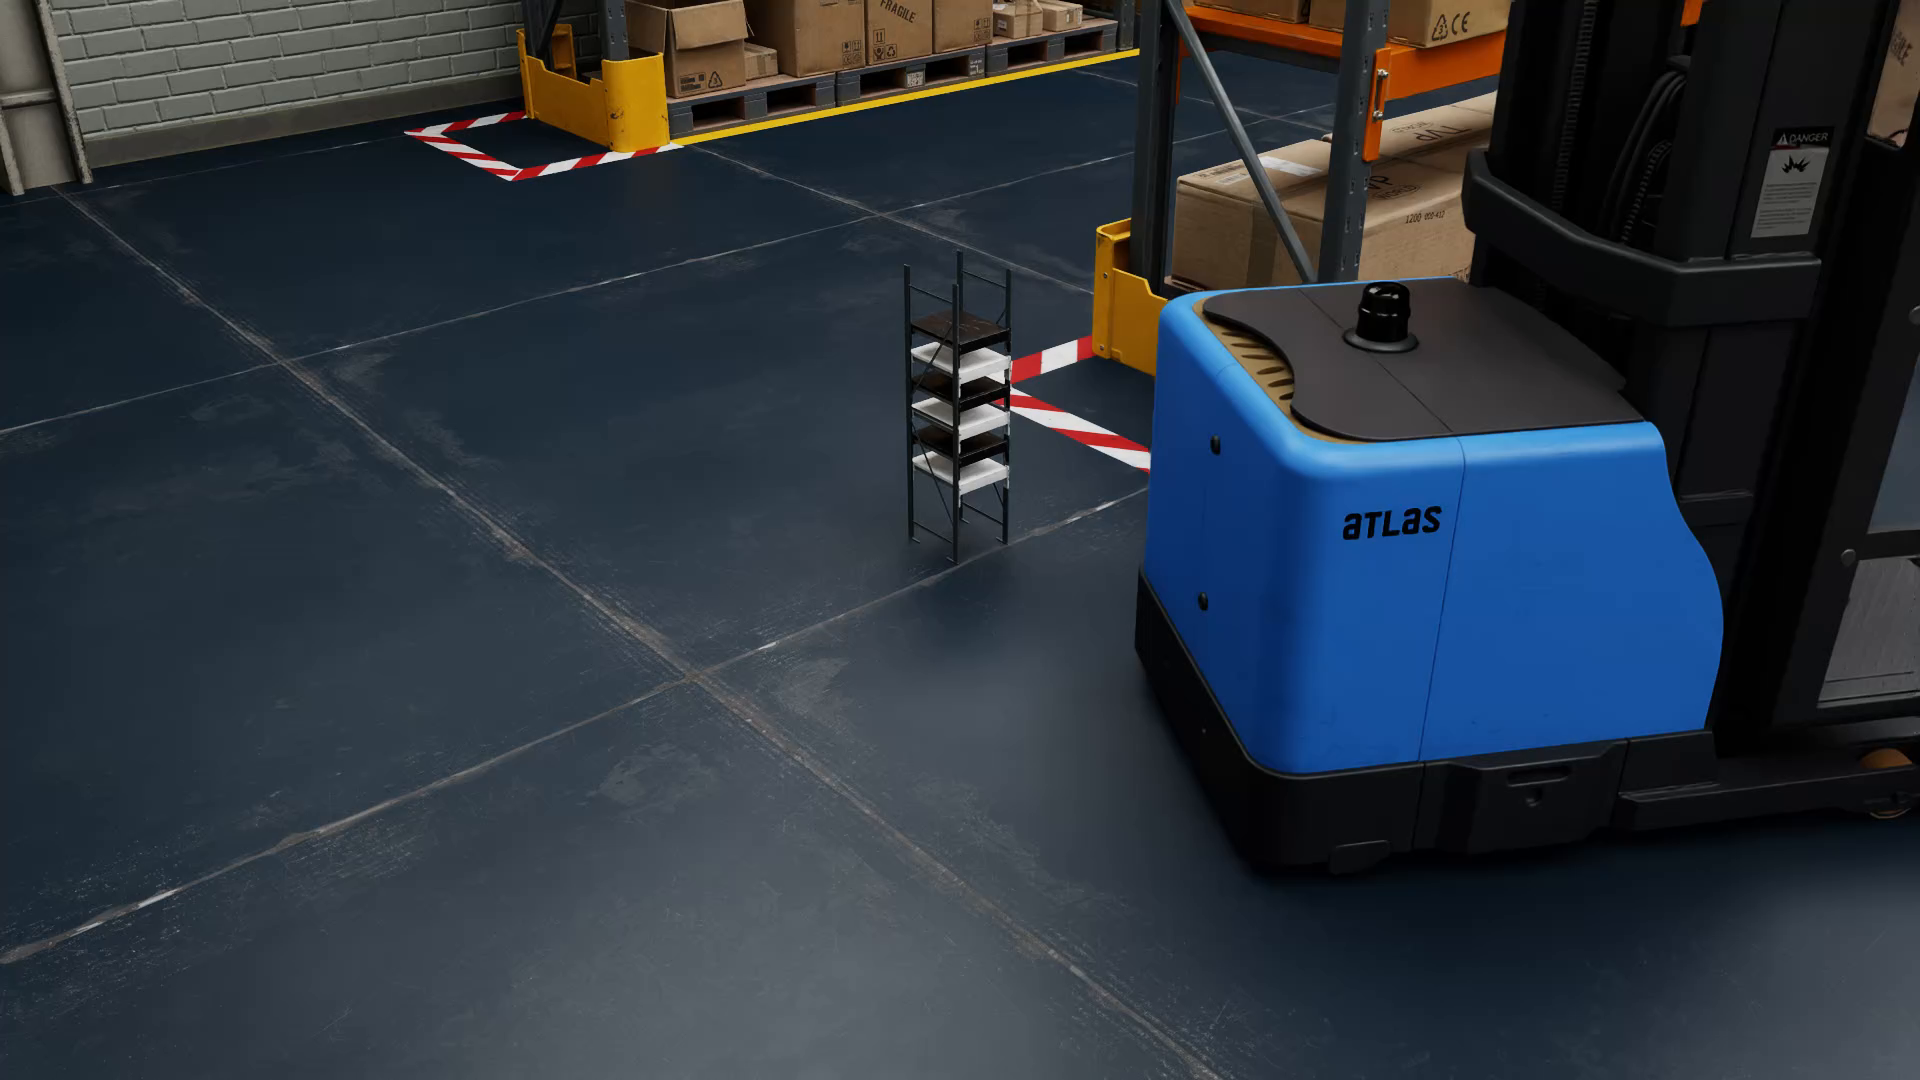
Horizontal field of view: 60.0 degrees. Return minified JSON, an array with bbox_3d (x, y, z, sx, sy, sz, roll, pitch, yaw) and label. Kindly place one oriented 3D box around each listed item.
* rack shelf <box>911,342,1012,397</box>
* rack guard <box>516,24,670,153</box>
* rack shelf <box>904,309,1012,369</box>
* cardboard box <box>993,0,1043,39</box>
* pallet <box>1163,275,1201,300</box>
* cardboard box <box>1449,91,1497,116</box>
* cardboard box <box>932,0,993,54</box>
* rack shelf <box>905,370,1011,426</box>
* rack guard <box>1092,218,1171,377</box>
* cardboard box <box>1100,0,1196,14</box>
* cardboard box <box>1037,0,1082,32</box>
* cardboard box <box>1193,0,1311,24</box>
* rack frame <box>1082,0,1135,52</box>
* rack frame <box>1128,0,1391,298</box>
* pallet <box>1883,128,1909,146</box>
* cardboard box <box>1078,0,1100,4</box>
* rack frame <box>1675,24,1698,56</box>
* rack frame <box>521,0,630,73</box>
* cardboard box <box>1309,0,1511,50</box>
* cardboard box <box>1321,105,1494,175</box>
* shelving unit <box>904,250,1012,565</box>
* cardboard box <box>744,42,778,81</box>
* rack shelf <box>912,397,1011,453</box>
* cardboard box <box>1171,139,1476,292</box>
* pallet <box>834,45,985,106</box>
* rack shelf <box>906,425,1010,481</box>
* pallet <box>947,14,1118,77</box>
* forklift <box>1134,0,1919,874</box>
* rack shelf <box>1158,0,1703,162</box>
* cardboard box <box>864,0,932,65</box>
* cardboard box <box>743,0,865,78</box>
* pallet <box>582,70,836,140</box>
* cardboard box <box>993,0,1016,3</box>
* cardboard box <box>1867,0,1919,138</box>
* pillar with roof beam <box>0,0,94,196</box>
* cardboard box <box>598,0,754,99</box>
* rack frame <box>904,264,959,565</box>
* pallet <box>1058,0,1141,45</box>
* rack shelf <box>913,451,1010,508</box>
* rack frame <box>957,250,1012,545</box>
[{"bbox_3d":[-0.006,-0.524,4.964,0.200,0.077,0.258,-22,35,-35],"label":"rack shelf"},{"bbox_3d":[-2.137,-2.634,9.649,0.348,0.500,1.175,-22,35,-35],"label":"rack guard"},{"bbox_3d":[-0.006,-0.603,4.922,0.200,0.077,0.258,-22,35,-35],"label":"rack shelf"},{"bbox_3d":[0.344,-3.531,11.131,0.258,0.266,0.396,-20,34,-33],"label":"cardboard box"},{"bbox_3d":[1.587,-0.977,6.855,1.213,0.211,1.003,-22,35,-35],"label":"pallet"},{"bbox_3d":[2.845,-1.786,7.682,0.875,0.438,0.875,-23,36,-36],"label":"cardboard box"},{"bbox_3d":[-0.202,-3.514,10.850,0.500,0.500,0.700,-23,36,-37],"label":"cardboard box"},{"bbox_3d":[-0.006,-0.444,5.007,0.200,0.077,0.258,-22,35,-35],"label":"rack shelf"},{"bbox_3d":[1.012,-0.825,6.263,0.348,0.500,1.175,-22,35,-35],"label":"rack guard"},{"bbox_3d":[1.363,-4.087,11.922,0.500,0.500,0.500,-20,34,-33],"label":"cardboard box"},{"bbox_3d":[0.615,-3.589,11.363,0.250,0.149,0.380,-23,36,-36],"label":"cardboard box"},{"bbox_3d":[1.225,-2.221,6.118,0.500,0.500,0.500,-22,35,-35],"label":"cardboard box"},{"bbox_3d":[0.848,-4.937,11.306,0.127,3.000,1.000,-22,35,-35],"label":"rack frame"},{"bbox_3d":[1.030,-1.935,5.688,0.127,3.000,1.000,-22,35,-35],"label":"rack frame"},{"bbox_3d":[4.611,-2.192,9.127,1.213,0.211,1.003,-22,35,-35],"label":"pallet"},{"bbox_3d":[1.030,-4.276,12.275,0.500,0.500,0.500,-22,35,-35],"label":"cardboard box"},{"bbox_3d":[4.073,-3.158,7.978,0.127,3.000,1.000,-22,35,-35],"label":"rack frame"},{"bbox_3d":[-2.194,-3.713,9.016,0.127,3.000,1.000,-22,35,-35],"label":"rack frame"},{"bbox_3d":[1.581,-2.023,5.746,0.500,0.500,0.500,-22,35,-35],"label":"cardboard box"},{"bbox_3d":[2.158,-1.511,7.167,0.875,0.438,0.875,-21,34,-34],"label":"cardboard box"},{"bbox_3d":[-0.006,-0.394,5.033,0.210,0.900,0.258,-22,35,-35],"label":"shelving unit"},{"bbox_3d":[-1.319,-2.910,10.093,0.250,0.149,0.380,-24,36,-37],"label":"cardboard box"},{"bbox_3d":[-0.006,-0.365,5.049,0.200,0.077,0.258,-22,35,-35],"label":"rack shelf"},{"bbox_3d":[1.467,-1.228,6.638,0.875,0.438,0.875,-23,36,-37],"label":"cardboard box"},{"bbox_3d":[-0.603,-3.122,10.869,1.213,0.211,1.003,-22,35,-35],"label":"pallet"},{"bbox_3d":[-0.006,-0.286,5.091,0.200,0.077,0.258,-22,35,-35],"label":"rack shelf"},{"bbox_3d":[0.325,-3.497,11.571,1.213,0.211,1.003,-22,35,-35],"label":"pallet"},{"bbox_3d":[2.045,-0.863,3.756,3.031,2.935,1.130,-5,29,-9],"label":"forklift"},{"bbox_3d":[2.551,-2.229,7.002,4.000,0.370,1.077,-22,35,-35],"label":"rack shelf"},{"bbox_3d":[-0.525,-3.323,10.491,0.500,0.500,0.500,-21,35,-34],"label":"cardboard box"},{"bbox_3d":[-0.992,-3.197,10.256,0.500,0.500,0.700,-20,34,-33],"label":"cardboard box"},{"bbox_3d":[-1.531,-2.751,10.174,1.213,0.211,1.003,-22,35,-35],"label":"pallet"},{"bbox_3d":[0.192,-3.819,11.621,0.500,0.311,0.500,-20,34,-33],"label":"cardboard box"},{"bbox_3d":[4.493,-2.625,8.788,0.875,0.875,0.875,-21,34,-33],"label":"cardboard box"},{"bbox_3d":[-2.037,-4.314,3.775,0.400,9.000,9.100,-22,35,-35],"label":"pillar with roof beam"},{"bbox_3d":[-1.668,-2.951,9.792,0.637,0.503,0.797,-24,36,-37],"label":"cardboard box"},{"bbox_3d":[-0.084,-0.363,4.975,0.006,0.900,0.240,-22,35,-35],"label":"rack frame"},{"bbox_3d":[1.443,-3.969,12.454,1.213,0.211,1.003,-22,35,-35],"label":"pallet"},{"bbox_3d":[-0.006,-0.206,5.134,0.200,0.077,0.258,-22,35,-35],"label":"rack shelf"},{"bbox_3d":[0.071,-0.426,5.091,0.006,0.900,0.240,-22,35,-35],"label":"rack frame"}]
